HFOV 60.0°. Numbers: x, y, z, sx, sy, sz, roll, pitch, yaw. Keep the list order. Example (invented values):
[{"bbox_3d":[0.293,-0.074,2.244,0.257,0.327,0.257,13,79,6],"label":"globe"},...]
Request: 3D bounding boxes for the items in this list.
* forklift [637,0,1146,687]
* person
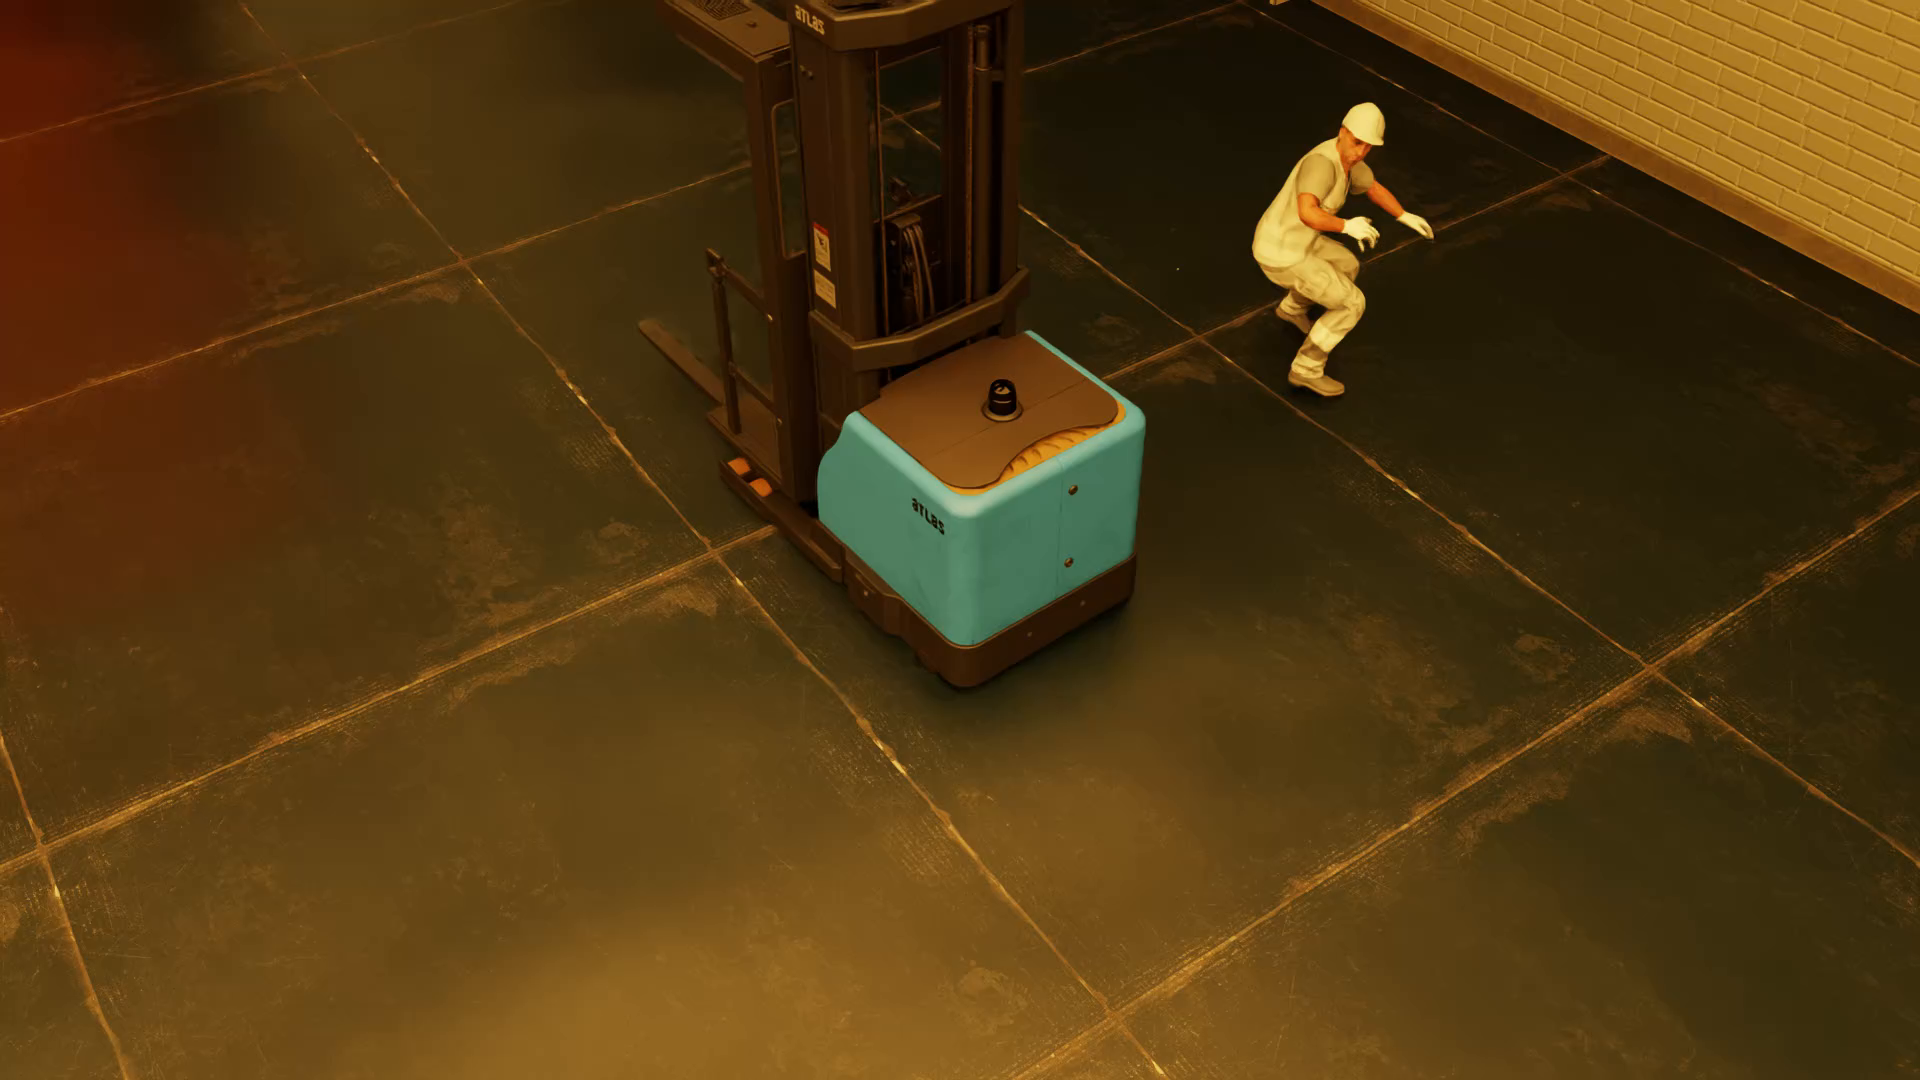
[{"bbox_3d":[-0.515,-1.395,7.229,1.130,2.935,3.031,-28,49,-27],"label":"forklift"},{"bbox_3d":[1.930,-1.463,8.374,0.903,1.514,0.804,9,43,10],"label":"person"}]
